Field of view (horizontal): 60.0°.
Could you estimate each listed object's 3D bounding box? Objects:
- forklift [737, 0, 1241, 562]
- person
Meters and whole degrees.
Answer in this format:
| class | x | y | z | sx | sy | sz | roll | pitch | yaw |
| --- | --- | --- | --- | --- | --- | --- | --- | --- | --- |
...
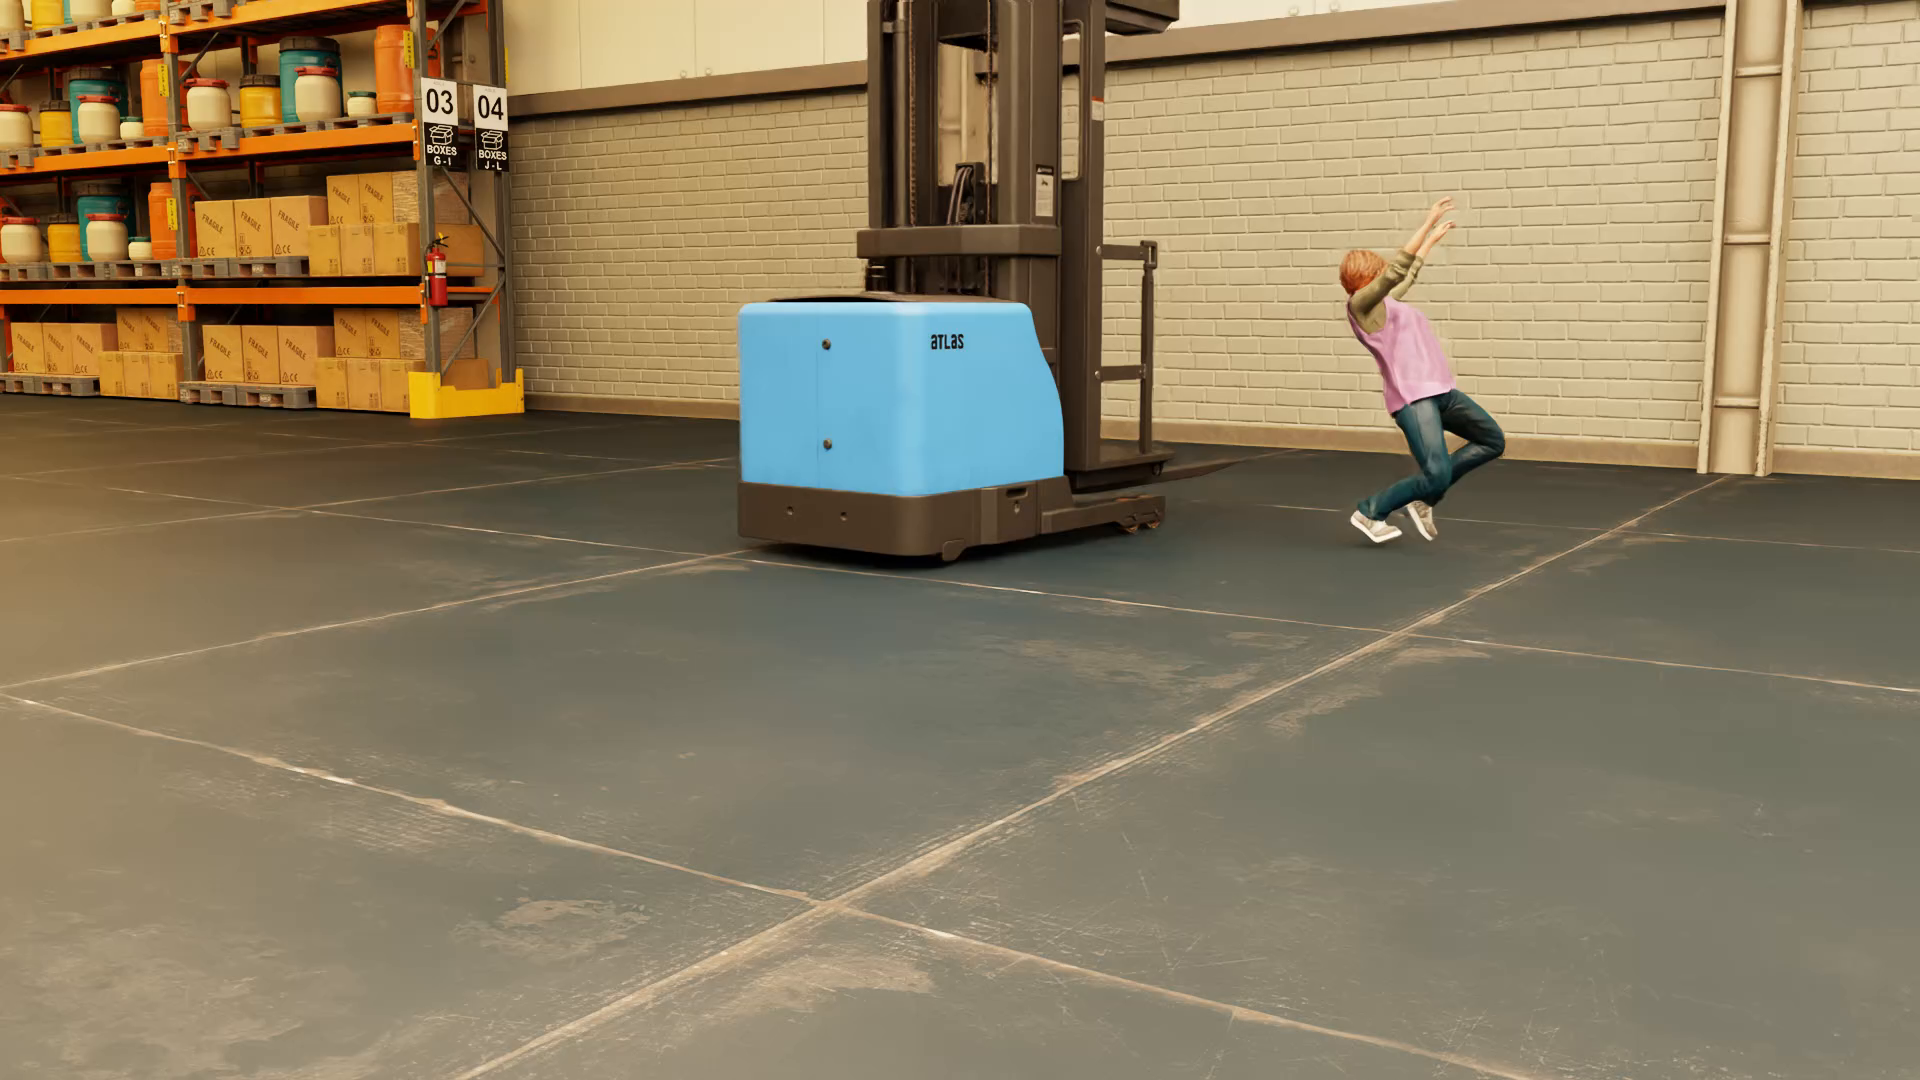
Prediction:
| class | x | y | z | sx | sy | sz | roll | pitch | yaw |
| --- | --- | --- | --- | --- | --- | --- | --- | --- | --- |
| forklift | 0.336 | -1.523 | 7.900 | 1.130 | 2.935 | 3.031 | 6 | 10 | 37 |
| person | 2.030 | -0.733 | 7.342 | 0.697 | 1.502 | 0.873 | 5 | 10 | 34 |
